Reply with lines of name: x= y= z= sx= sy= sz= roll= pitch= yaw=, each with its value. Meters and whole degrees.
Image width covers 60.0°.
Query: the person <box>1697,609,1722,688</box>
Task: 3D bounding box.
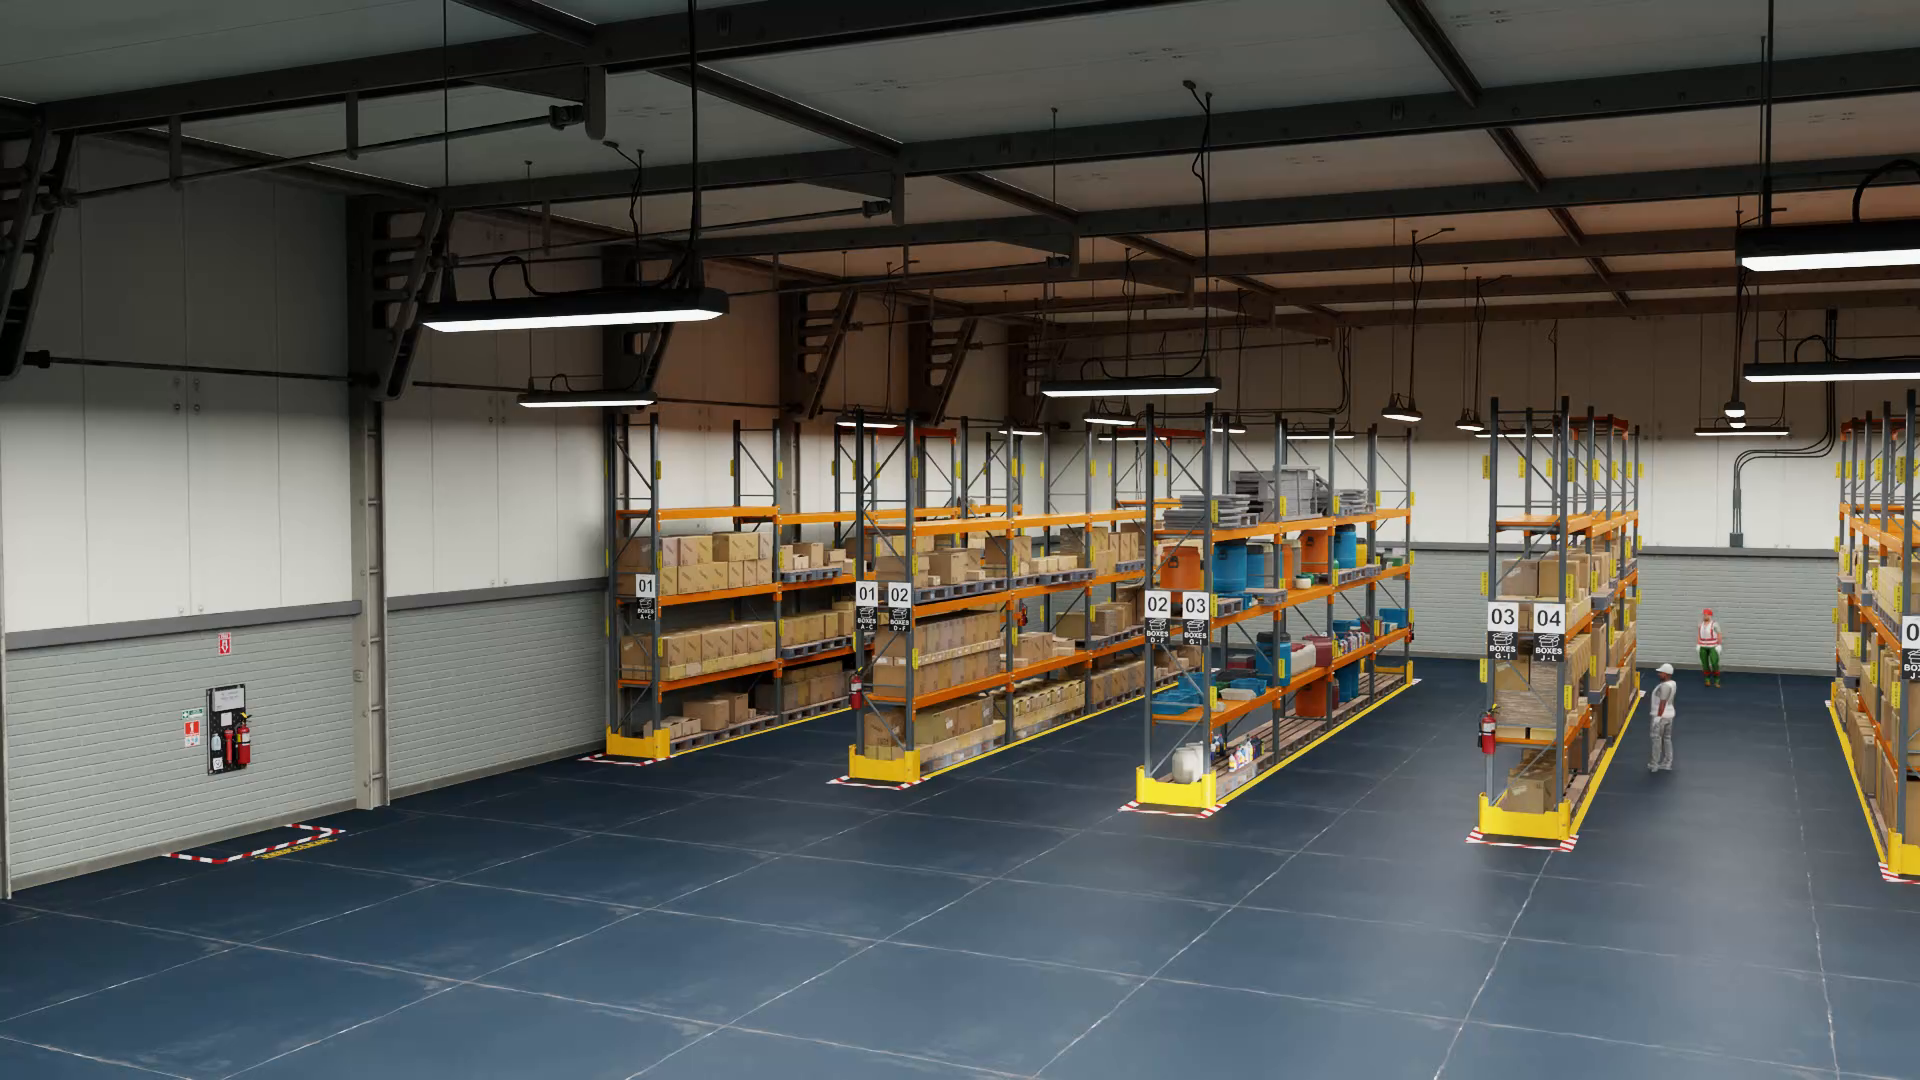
person: x=17.370 y=2.507 z=38.539 sx=0.409 sy=1.820 sz=0.619 roll=-2 pitch=3 yaw=-42

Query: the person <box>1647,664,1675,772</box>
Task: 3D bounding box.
person: x=11.685 y=2.950 z=27.654 sx=0.569 sy=1.798 sz=0.450 roll=-2 pitch=3 yaw=-39
